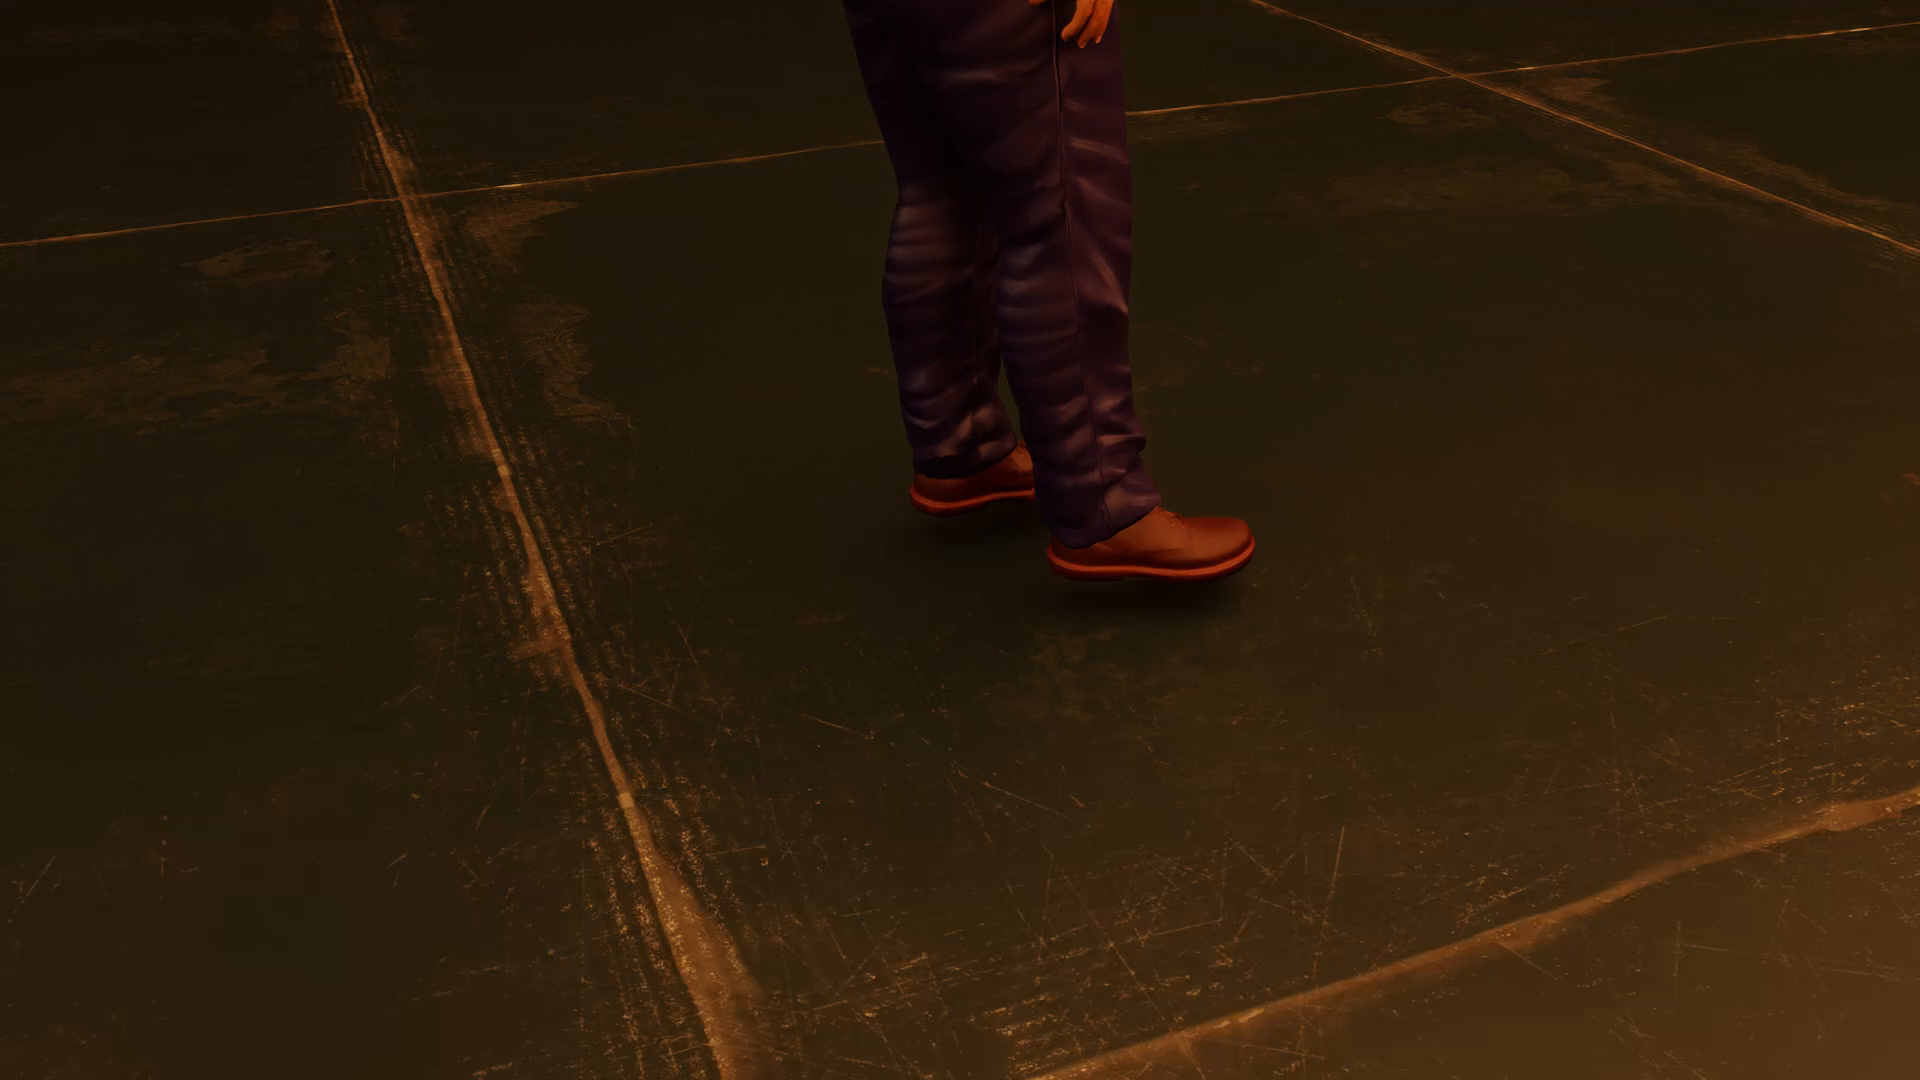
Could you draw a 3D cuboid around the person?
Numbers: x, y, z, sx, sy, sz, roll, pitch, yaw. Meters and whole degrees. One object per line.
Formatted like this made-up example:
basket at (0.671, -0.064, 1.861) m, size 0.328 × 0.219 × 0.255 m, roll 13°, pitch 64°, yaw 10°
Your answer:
person at (0.094, -0.761, 2.074) m, size 0.503 × 1.651 × 0.585 m, roll -11°, pitch 32°, yaw -19°
